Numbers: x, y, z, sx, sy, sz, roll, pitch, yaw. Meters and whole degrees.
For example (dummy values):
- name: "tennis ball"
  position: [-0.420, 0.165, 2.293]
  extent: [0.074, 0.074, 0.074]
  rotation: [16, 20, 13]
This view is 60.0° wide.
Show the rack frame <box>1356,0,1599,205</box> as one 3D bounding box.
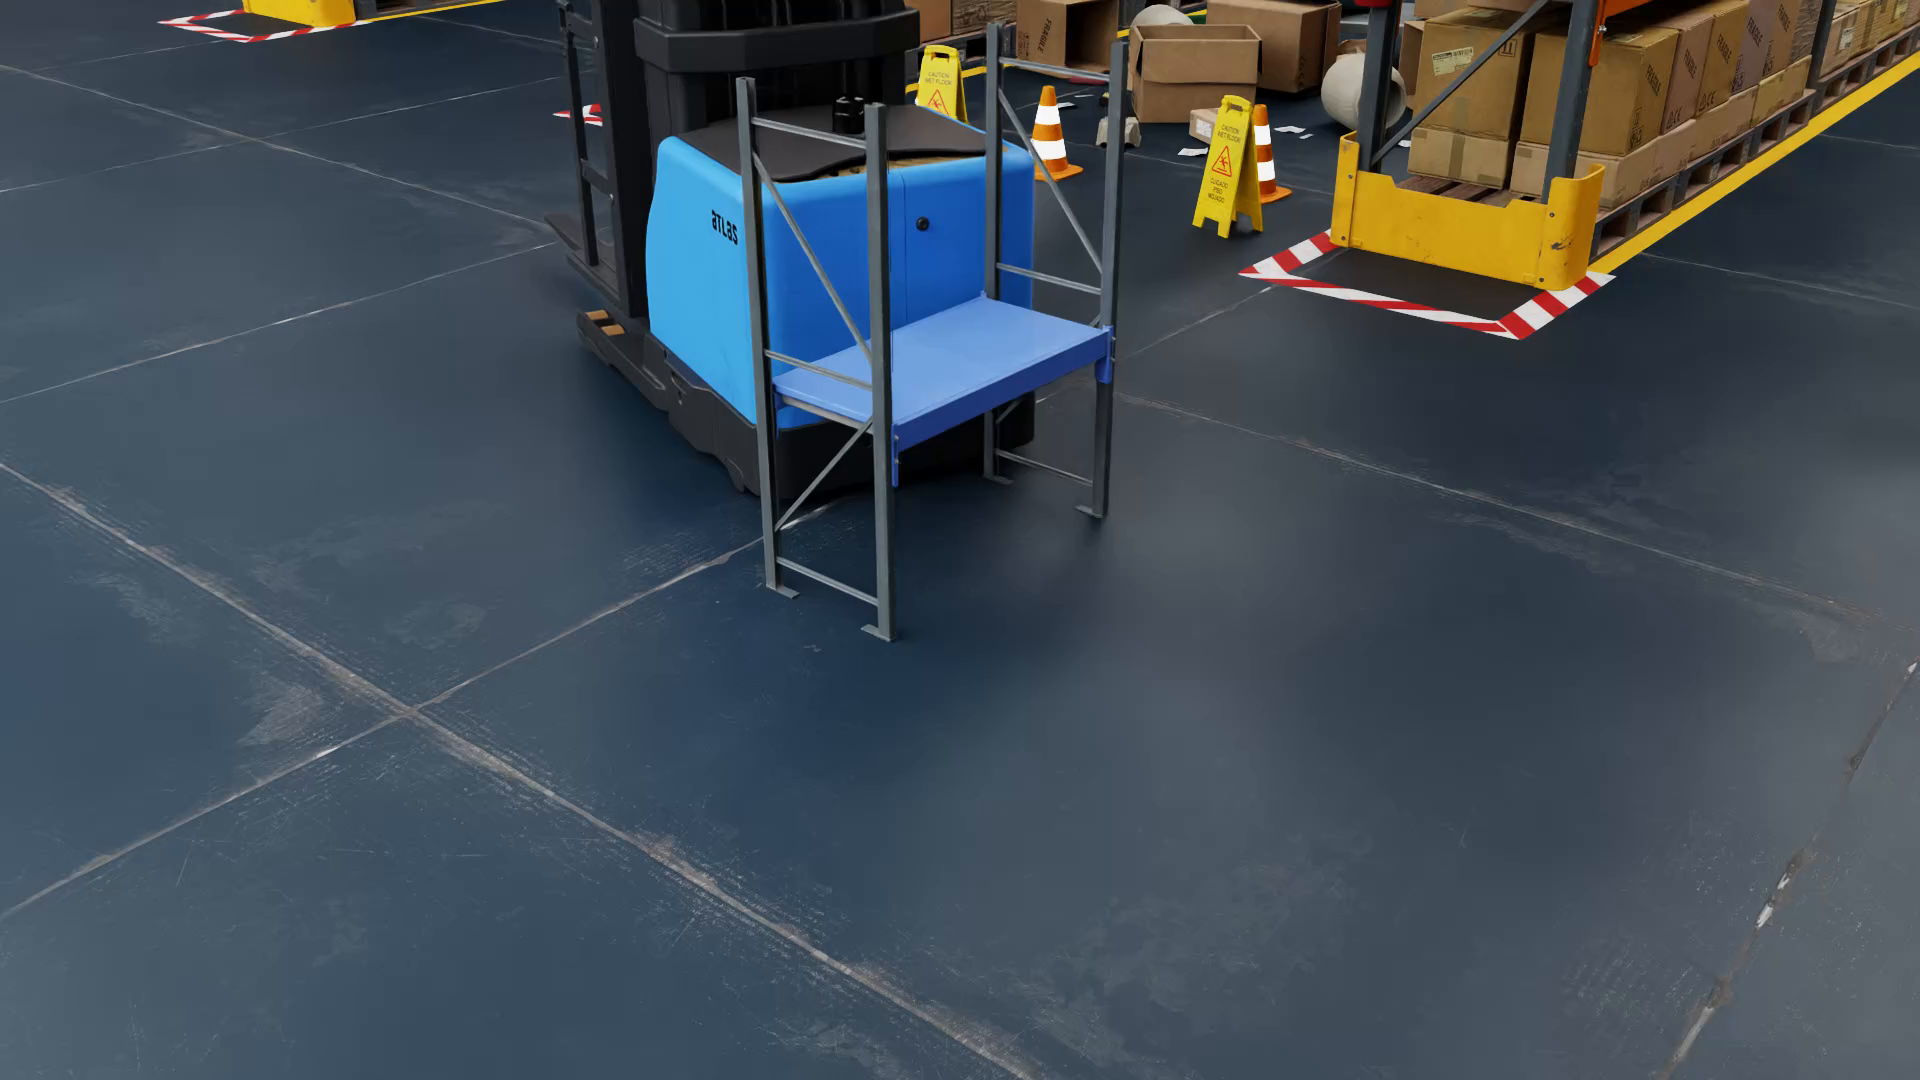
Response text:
- name: "rack frame"
  position: [2.272, -2.631, 7.071]
  extent: [1.000, 3.000, 0.127]
  rotation: [21, 34, 34]

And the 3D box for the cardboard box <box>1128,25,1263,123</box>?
- name: "cardboard box"
  position: [1.436, -2.885, 10.279]
  extent: [0.797, 0.503, 0.637]
  rotation: [0, 27, 0]

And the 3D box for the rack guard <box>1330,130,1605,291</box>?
- name: "rack guard"
  position: [2.320, -1.548, 7.698]
  extent: [1.175, 0.500, 0.348]
  rotation: [21, 34, 34]

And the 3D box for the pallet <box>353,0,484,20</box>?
- name: "pallet"
  position: [-4.782, -4.593, 13.900]
  extent: [1.003, 0.211, 1.213]
  rotation: [21, 34, 34]

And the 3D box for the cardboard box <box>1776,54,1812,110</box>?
- name: "cardboard box"
  position: [4.648, -2.726, 9.791]
  extent: [0.500, 0.250, 0.500]
  rotation: [23, 35, 37]

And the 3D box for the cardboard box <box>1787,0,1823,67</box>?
- name: "cardboard box"
  position: [4.647, -3.059, 9.619]
  extent: [0.500, 0.500, 0.500]
  rotation: [20, 34, 34]

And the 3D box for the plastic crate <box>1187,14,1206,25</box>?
- name: "plastic crate"
  position: [1.833, -3.792, 12.314]
  extent: [0.662, 0.188, 0.450]
  rotation: [-10, 19, -18]

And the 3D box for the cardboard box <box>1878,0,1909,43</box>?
- name: "cardboard box"
  position: [6.044, -3.758, 11.653]
  extent: [0.950, 0.372, 0.625]
  rotation: [22, 35, 36]

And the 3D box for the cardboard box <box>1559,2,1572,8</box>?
- name: "cardboard box"
  position: [2.925, -2.816, 8.442]
  extent: [0.380, 0.149, 0.250]
  rotation: [21, 34, 35]

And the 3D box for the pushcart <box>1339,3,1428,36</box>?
- name: "pushcart"
  position: [3.025, -3.533, 11.669]
  extent: [1.648, 0.377, 0.936]
  rotation: [9, 29, 17]

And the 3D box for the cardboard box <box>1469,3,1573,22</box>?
- name: "cardboard box"
  position: [2.910, -2.476, 8.490]
  extent: [0.500, 0.500, 0.500]
  rotation: [22, 35, 36]

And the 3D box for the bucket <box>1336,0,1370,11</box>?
- name: "bucket"
  position: [2.625, -3.959, 11.547]
  extent: [0.620, 0.611, 0.726]
  rotation: [-5, 26, -32]

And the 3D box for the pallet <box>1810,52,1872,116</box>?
- name: "pallet"
  position: [5.310, -3.087, 10.988]
  extent: [1.003, 0.211, 1.213]
  rotation: [21, 34, 34]

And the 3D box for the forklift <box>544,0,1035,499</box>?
- name: "forklift"
  position: [-0.892, -2.075, 6.072]
  extent: [1.130, 2.935, 3.031]
  rotation: [-14, 31, -25]

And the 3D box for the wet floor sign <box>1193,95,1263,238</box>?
- name: "wet floor sign"
  position: [1.326, -1.831, 8.087]
  extent: [0.232, 0.644, 0.267]
  rotation: [-15, 31, -27]

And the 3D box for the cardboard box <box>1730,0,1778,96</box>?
- name: "cardboard box"
  position: [4.001, -2.697, 8.919]
  extent: [0.500, 0.500, 0.500]
  rotation: [23, 35, 37]

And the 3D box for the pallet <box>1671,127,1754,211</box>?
- name: "pallet"
  position: [3.641, -2.128, 9.133]
  extent: [1.003, 0.211, 1.213]
  rotation: [21, 34, 34]

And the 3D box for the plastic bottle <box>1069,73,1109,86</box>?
- name: "plastic bottle"
  position: [0.885, -3.101, 11.177]
  extent: [0.283, 0.061, 0.133]
  rotation: [9, 29, 17]

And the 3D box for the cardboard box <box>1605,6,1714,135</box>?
- name: "cardboard box"
  position: [3.343, -2.330, 8.208]
  extent: [0.500, 0.500, 0.500]
  rotation: [19, 33, 33]

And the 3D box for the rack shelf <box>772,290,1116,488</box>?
- name: "rack shelf"
  position: [-0.049, -0.473, 4.924]
  extent: [0.538, 0.185, 1.000]
  rotation: [21, 34, 35]

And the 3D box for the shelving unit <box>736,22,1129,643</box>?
- name: "shelving unit"
  position: [-0.049, -0.633, 4.841]
  extent: [0.538, 1.500, 1.048]
  rotation: [21, 34, 35]

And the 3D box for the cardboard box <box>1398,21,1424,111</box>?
- name: "cardboard box"
  position: [3.085, -2.958, 10.421]
  extent: [0.500, 0.500, 0.500]
  rotation: [-5, 28, -9]

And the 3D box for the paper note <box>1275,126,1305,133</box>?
- name: "paper note"
  position: [1.993, -2.481, 10.026]
  extent: [0.142, 0.019, 0.148]
  rotation: [-15, 31, -27]

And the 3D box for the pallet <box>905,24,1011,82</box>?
- name: "pallet"
  position: [-0.387, -3.540, 11.864]
  extent: [1.003, 0.211, 1.213]
  rotation: [21, 34, 34]

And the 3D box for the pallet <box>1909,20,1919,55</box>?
- name: "pallet"
  position: [6.863, -3.952, 12.660]
  extent: [1.003, 0.211, 1.213]
  rotation: [21, 34, 34]

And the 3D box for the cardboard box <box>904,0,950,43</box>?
- name: "cardboard box"
  position: [-0.673, -3.857, 11.297]
  extent: [0.875, 0.875, 0.875]
  rotation: [20, 34, 34]

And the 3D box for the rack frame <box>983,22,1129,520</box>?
- name: "rack frame"
  position: [0.280, -0.811, 5.185]
  extent: [0.500, 1.500, 0.032]
  rotation: [21, 34, 35]

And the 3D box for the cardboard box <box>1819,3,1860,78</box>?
- name: "cardboard box"
  position: [5.148, -3.255, 10.681]
  extent: [0.950, 0.372, 0.625]
  rotation: [21, 34, 35]

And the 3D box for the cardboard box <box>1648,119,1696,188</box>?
- name: "cardboard box"
  position: [3.329, -1.980, 8.349]
  extent: [0.500, 0.250, 0.500]
  rotation: [22, 35, 36]

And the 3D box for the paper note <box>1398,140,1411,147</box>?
- name: "paper note"
  position: [2.612, -2.321, 9.704]
  extent: [0.142, 0.019, 0.148]
  rotation: [9, 29, 17]

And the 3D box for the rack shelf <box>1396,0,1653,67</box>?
- name: "rack shelf"
  position: [3.544, -3.021, 8.607]
  extent: [1.077, 0.370, 4.000]
  rotation: [21, 34, 34]

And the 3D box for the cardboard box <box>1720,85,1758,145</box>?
- name: "cardboard box"
  position: [3.990, -2.356, 9.075]
  extent: [0.500, 0.250, 0.500]
  rotation: [21, 34, 35]

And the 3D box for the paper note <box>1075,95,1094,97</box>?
- name: "paper note"
  position: [0.809, -2.893, 10.832]
  extent: [0.123, 0.001, 0.032]
  rotation: [-10, 29, -18]

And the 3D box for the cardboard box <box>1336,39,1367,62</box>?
- name: "cardboard box"
  position: [2.642, -3.173, 11.095]
  extent: [0.258, 0.266, 0.396]
  rotation: [0, 27, 0]

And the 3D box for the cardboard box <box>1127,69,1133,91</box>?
- name: "cardboard box"
  position: [1.260, -3.098, 10.950]
  extent: [0.258, 0.266, 0.396]
  rotation: [-21, 34, -35]

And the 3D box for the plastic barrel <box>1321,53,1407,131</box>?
- name: "plastic barrel"
  position: [2.418, -2.662, 9.934]
  extent: [0.421, 0.421, 0.512]
  rotation: [-5, 28, -9]

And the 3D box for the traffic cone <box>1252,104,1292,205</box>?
- name: "traffic cone"
  position: [1.550, -2.034, 8.678]
  extent: [0.336, 0.463, 0.334]
  rotation: [21, 34, 34]
